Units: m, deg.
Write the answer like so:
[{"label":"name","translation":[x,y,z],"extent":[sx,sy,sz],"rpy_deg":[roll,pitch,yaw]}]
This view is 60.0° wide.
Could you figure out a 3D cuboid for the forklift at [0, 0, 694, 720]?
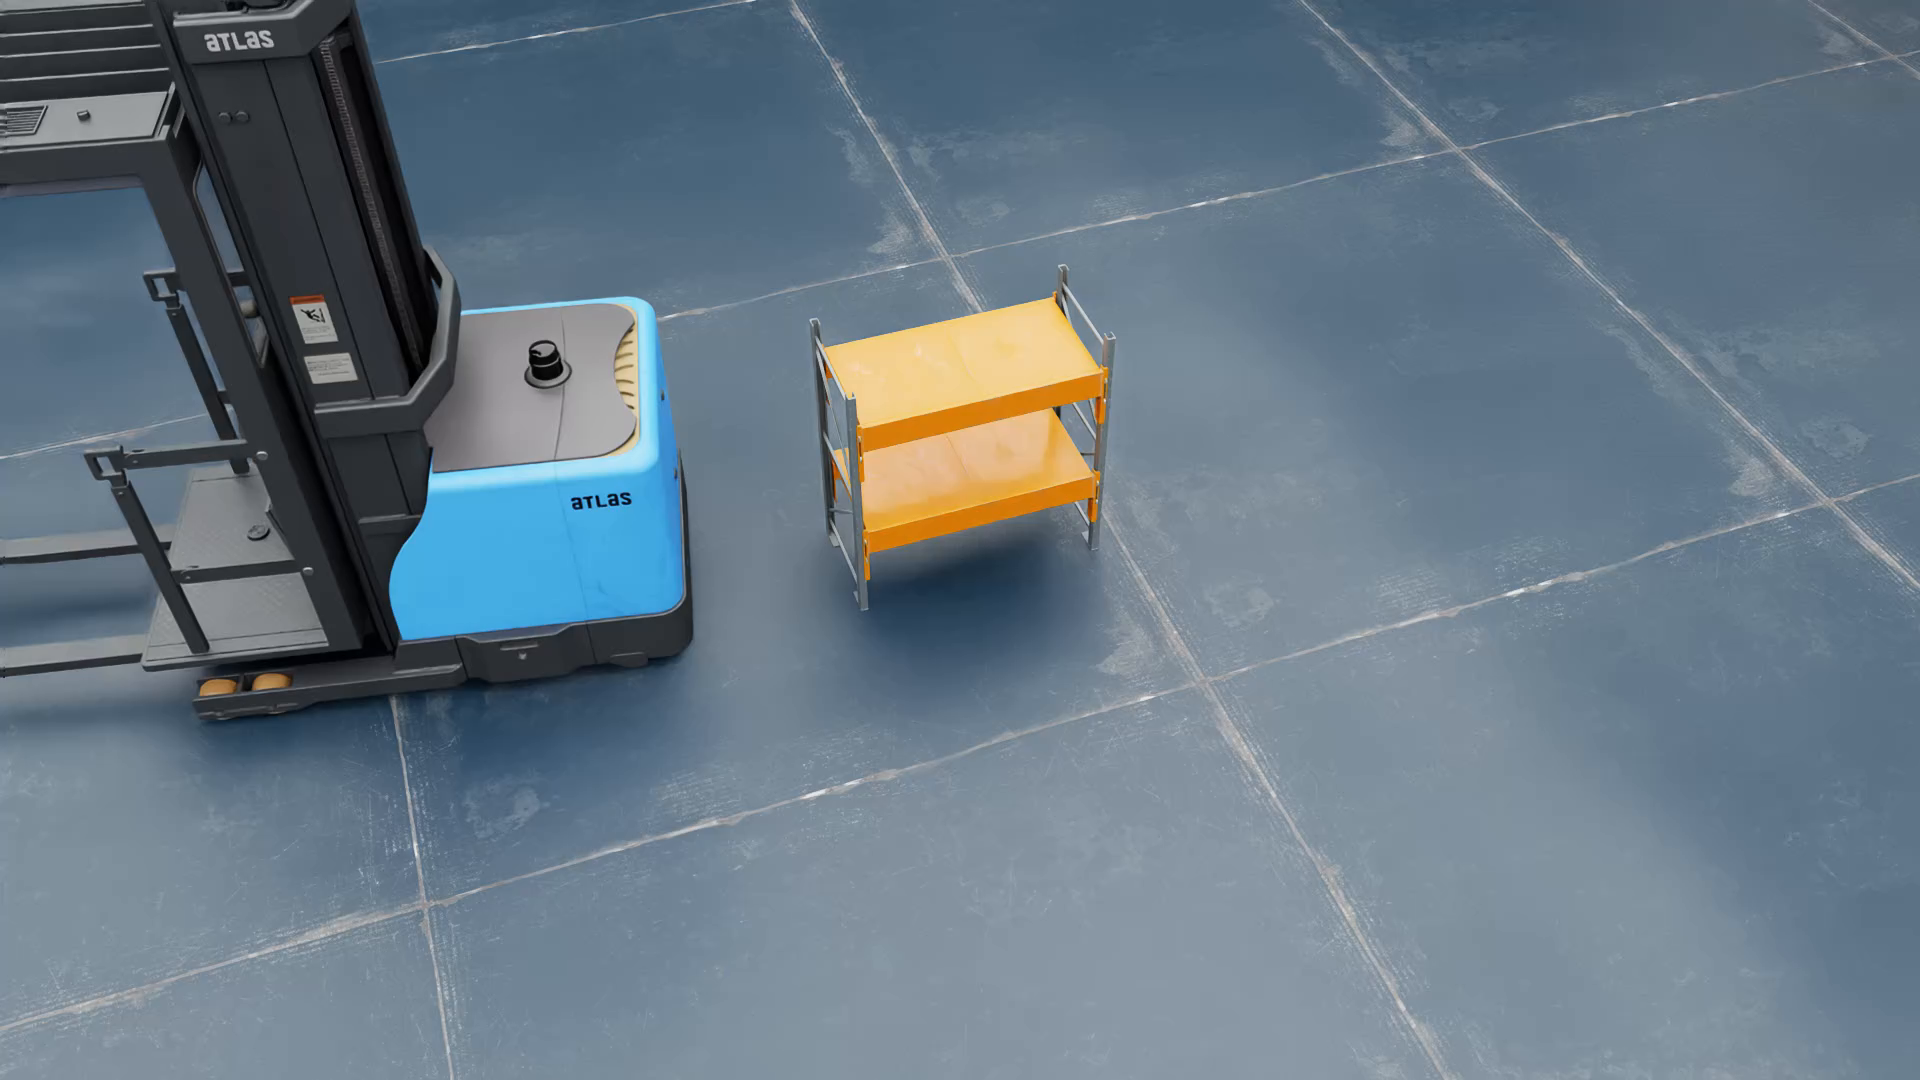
[{"label":"forklift","translation":[-2.616,-0.749,5.736],"extent":[3.031,2.935,1.130],"rpy_deg":[-6,45,-6]}]

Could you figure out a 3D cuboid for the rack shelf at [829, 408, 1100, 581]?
[{"label":"rack shelf","translation":[0.006,-0.226,6.836],"extent":[1.000,0.278,0.538],"rpy_deg":[-14,47,-14]}]

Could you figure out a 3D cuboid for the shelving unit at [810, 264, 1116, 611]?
[{"label":"shelving unit","translation":[0.006,-0.399,6.663],"extent":[1.048,1.125,0.538],"rpy_deg":[-14,47,-14]}]

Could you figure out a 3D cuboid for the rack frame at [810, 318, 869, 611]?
[{"label":"rack frame","translation":[-0.472,-0.276,6.541],"extent":[0.032,1.125,0.500],"rpy_deg":[-14,47,-14]}]

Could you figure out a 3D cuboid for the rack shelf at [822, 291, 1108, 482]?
[{"label":"rack shelf","translation":[0.006,-0.605,6.455],"extent":[1.000,0.278,0.538],"rpy_deg":[-14,47,-14]}]

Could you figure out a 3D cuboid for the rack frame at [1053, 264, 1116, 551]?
[{"label":"rack frame","translation":[0.485,-0.521,6.784],"extent":[0.032,1.125,0.500],"rpy_deg":[-14,47,-14]}]
